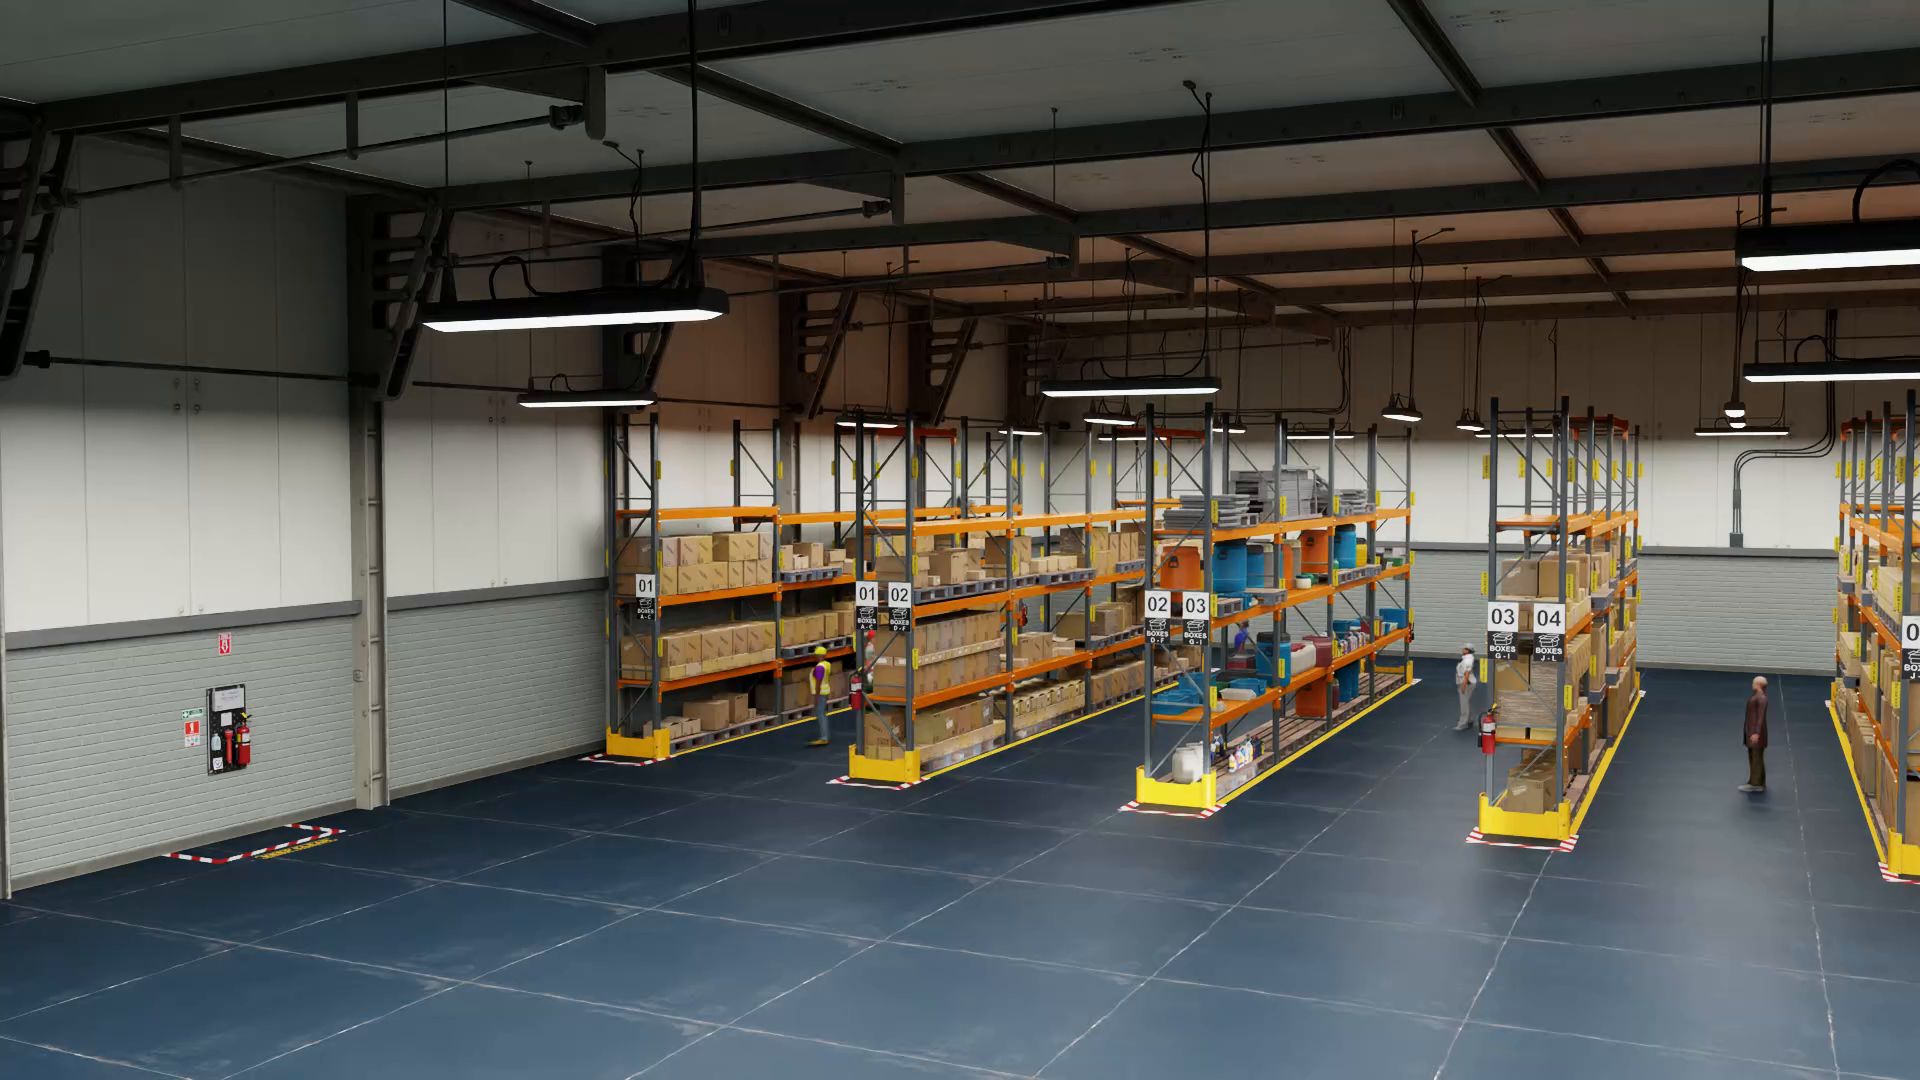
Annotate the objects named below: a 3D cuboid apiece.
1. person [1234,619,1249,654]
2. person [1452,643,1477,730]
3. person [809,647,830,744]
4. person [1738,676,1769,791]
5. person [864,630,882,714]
[{"bbox_3d":[6.328,2.607,37.656,0.484,1.665,0.468,-1,2,-14],"label":"person"},{"bbox_3d":[9.757,2.829,32.229,0.508,1.685,0.492,0,2,-2],"label":"person"},{"bbox_3d":[-2.555,2.846,30.339,0.363,1.800,0.676,0,2,5],"label":"person"},{"bbox_3d":[12.442,3.029,26.034,0.487,1.801,0.606,0,2,6],"label":"person"},{"bbox_3d":[-1.696,2.718,33.362,0.442,1.820,0.610,1,2,13],"label":"person"}]
